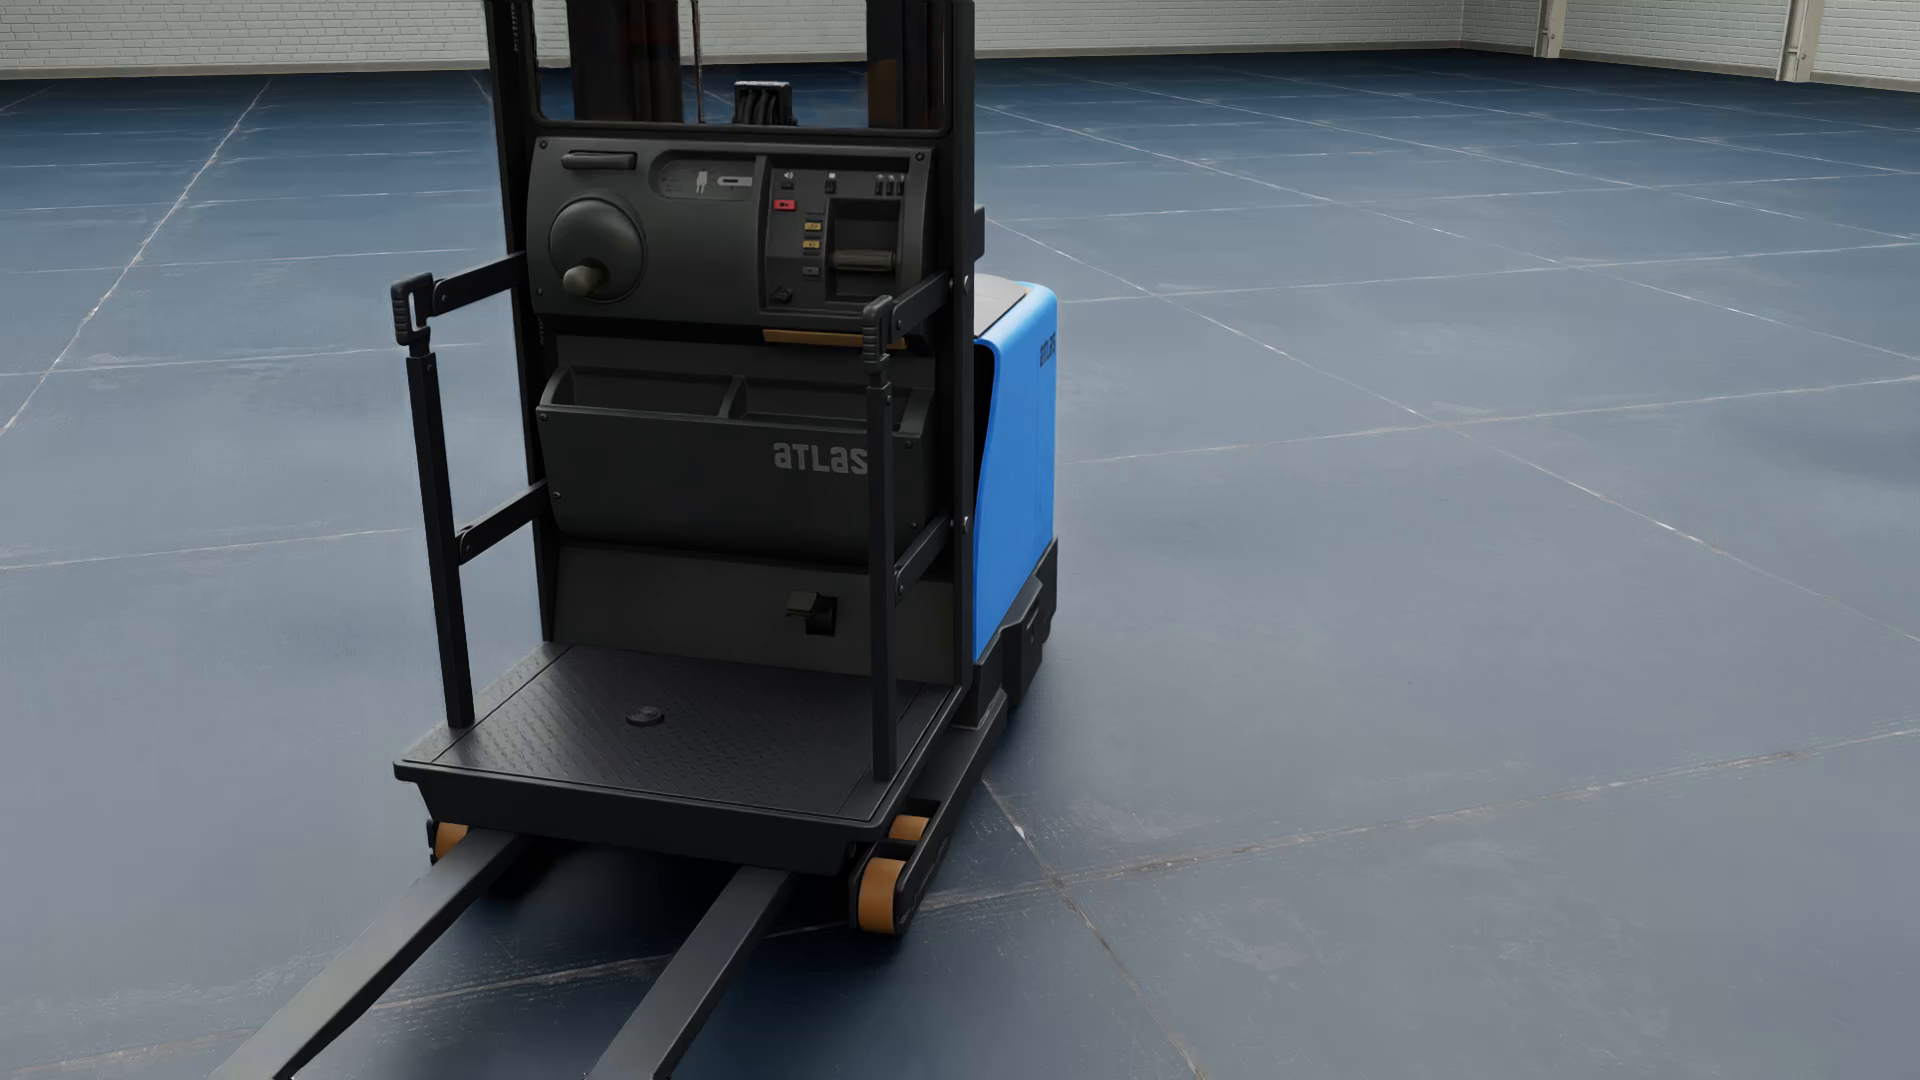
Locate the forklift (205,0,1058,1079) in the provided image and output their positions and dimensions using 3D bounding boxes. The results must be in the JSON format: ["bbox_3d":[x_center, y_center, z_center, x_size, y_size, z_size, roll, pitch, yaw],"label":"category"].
[{"bbox_3d":[-0.569,-0.677,3.464,1.130,2.935,3.031,5,20,14],"label":"forklift"}]

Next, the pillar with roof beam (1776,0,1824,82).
[{"bbox_3d":[8.692,-10.815,22.715,9.100,9.000,0.400,-6,21,-17],"label":"pillar with roof beam"}]

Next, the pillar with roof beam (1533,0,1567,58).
[{"bbox_3d":[6.806,-12.741,28.076,9.100,9.000,0.400,-6,21,-17],"label":"pillar with roof beam"}]
